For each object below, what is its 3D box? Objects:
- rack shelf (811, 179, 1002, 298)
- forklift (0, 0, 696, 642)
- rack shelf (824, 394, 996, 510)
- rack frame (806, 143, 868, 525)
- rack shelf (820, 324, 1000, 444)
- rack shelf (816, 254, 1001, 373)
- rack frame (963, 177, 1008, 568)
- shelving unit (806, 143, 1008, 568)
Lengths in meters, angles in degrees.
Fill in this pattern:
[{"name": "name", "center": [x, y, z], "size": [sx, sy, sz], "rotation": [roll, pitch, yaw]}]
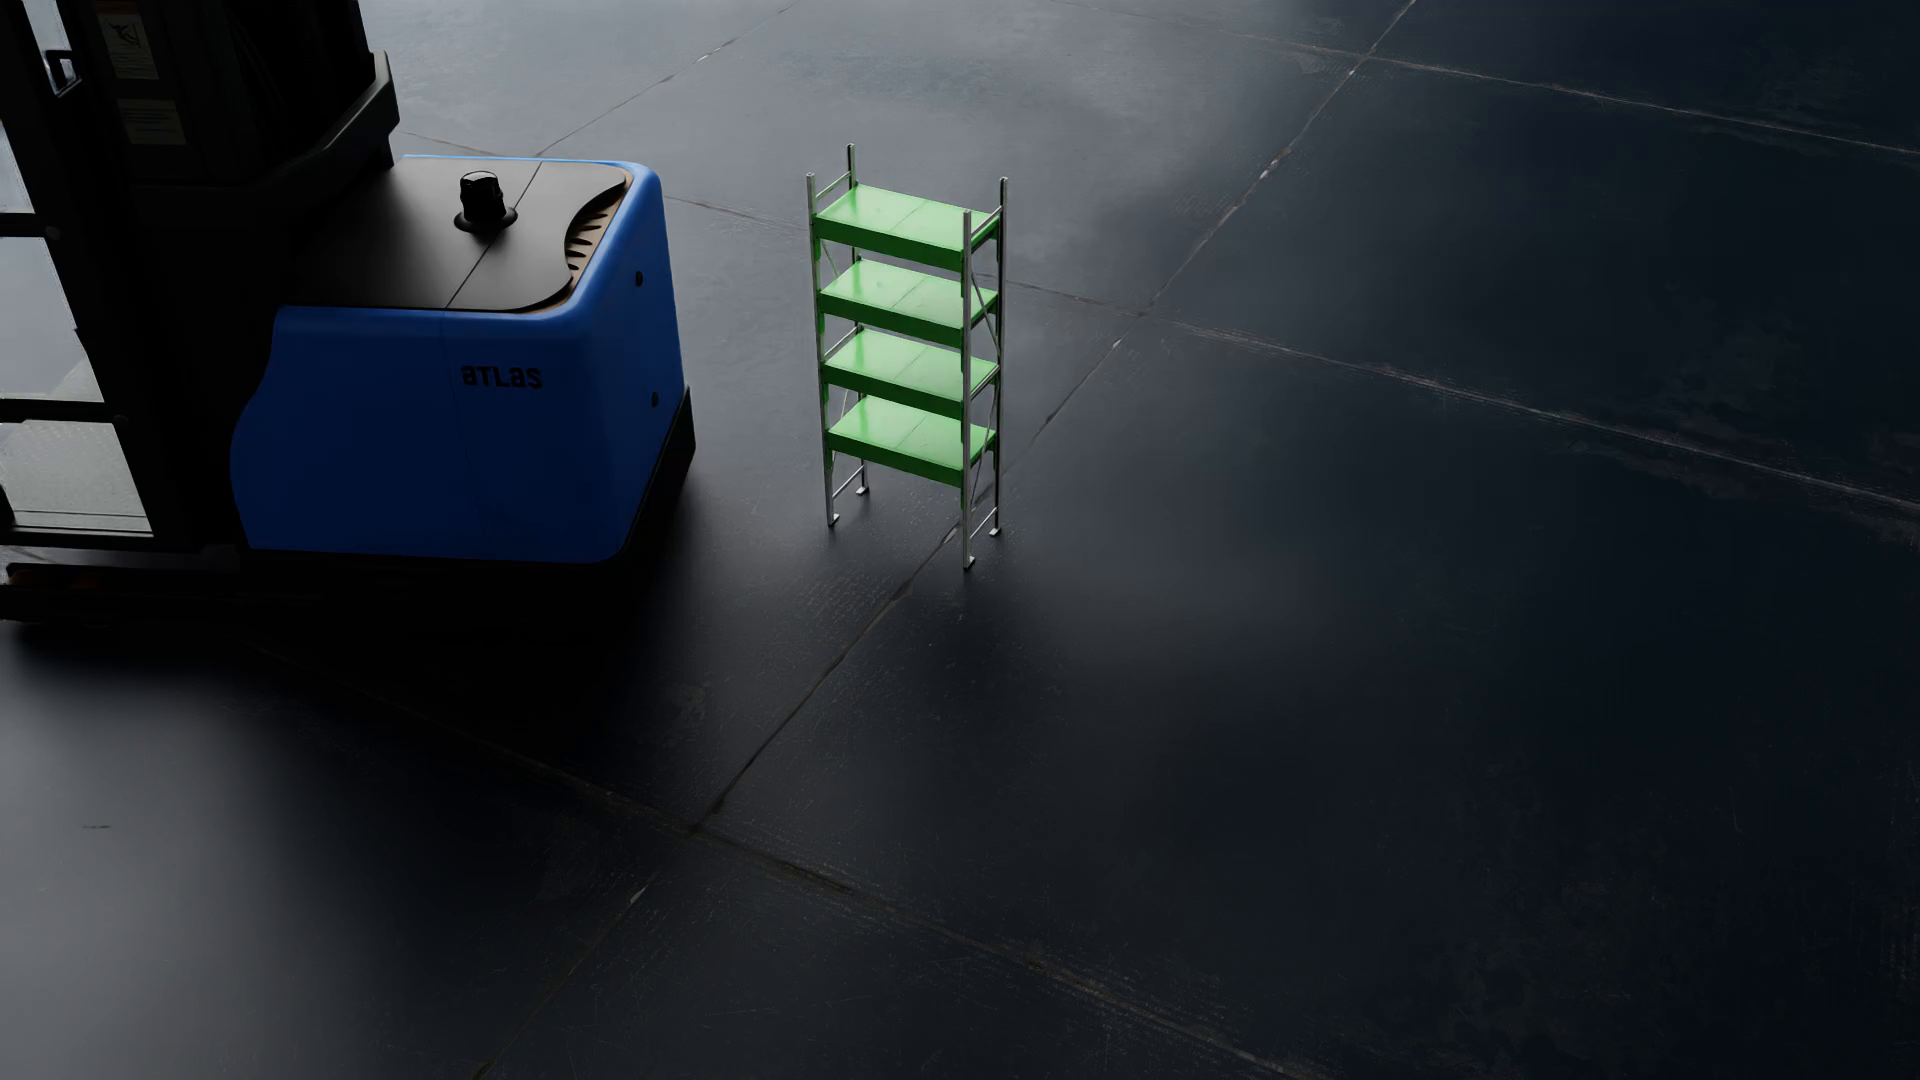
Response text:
[{"name": "rack shelf", "center": [-0.147, -0.855, 4.696], "size": [0.480, 0.148, 0.258], "rotation": [17, 41, 21]}, {"name": "forklift", "center": [-2.421, -1.223, 4.437], "size": [3.031, 2.935, 1.130], "rotation": [3, 37, 3]}, {"name": "rack shelf", "center": [-0.147, -0.282, 5.132], "size": [0.480, 0.148, 0.258], "rotation": [17, 41, 21]}, {"name": "rack frame", "center": [-0.364, -0.592, 5.037], "size": [0.015, 1.200, 0.240], "rotation": [17, 41, 21]}, {"name": "rack shelf", "center": [-0.147, -0.473, 4.987], "size": [0.480, 0.148, 0.258], "rotation": [17, 41, 21]}, {"name": "rack shelf", "center": [-0.147, -0.664, 4.841], "size": [0.480, 0.148, 0.258], "rotation": [17, 41, 21]}, {"name": "rack frame", "center": [0.070, -0.456, 4.858], "size": [0.015, 1.200, 0.240], "rotation": [17, 41, 21]}, {"name": "shelving unit", "center": [-0.147, -0.524, 4.948], "size": [0.503, 1.200, 0.258], "rotation": [17, 41, 21]}]
